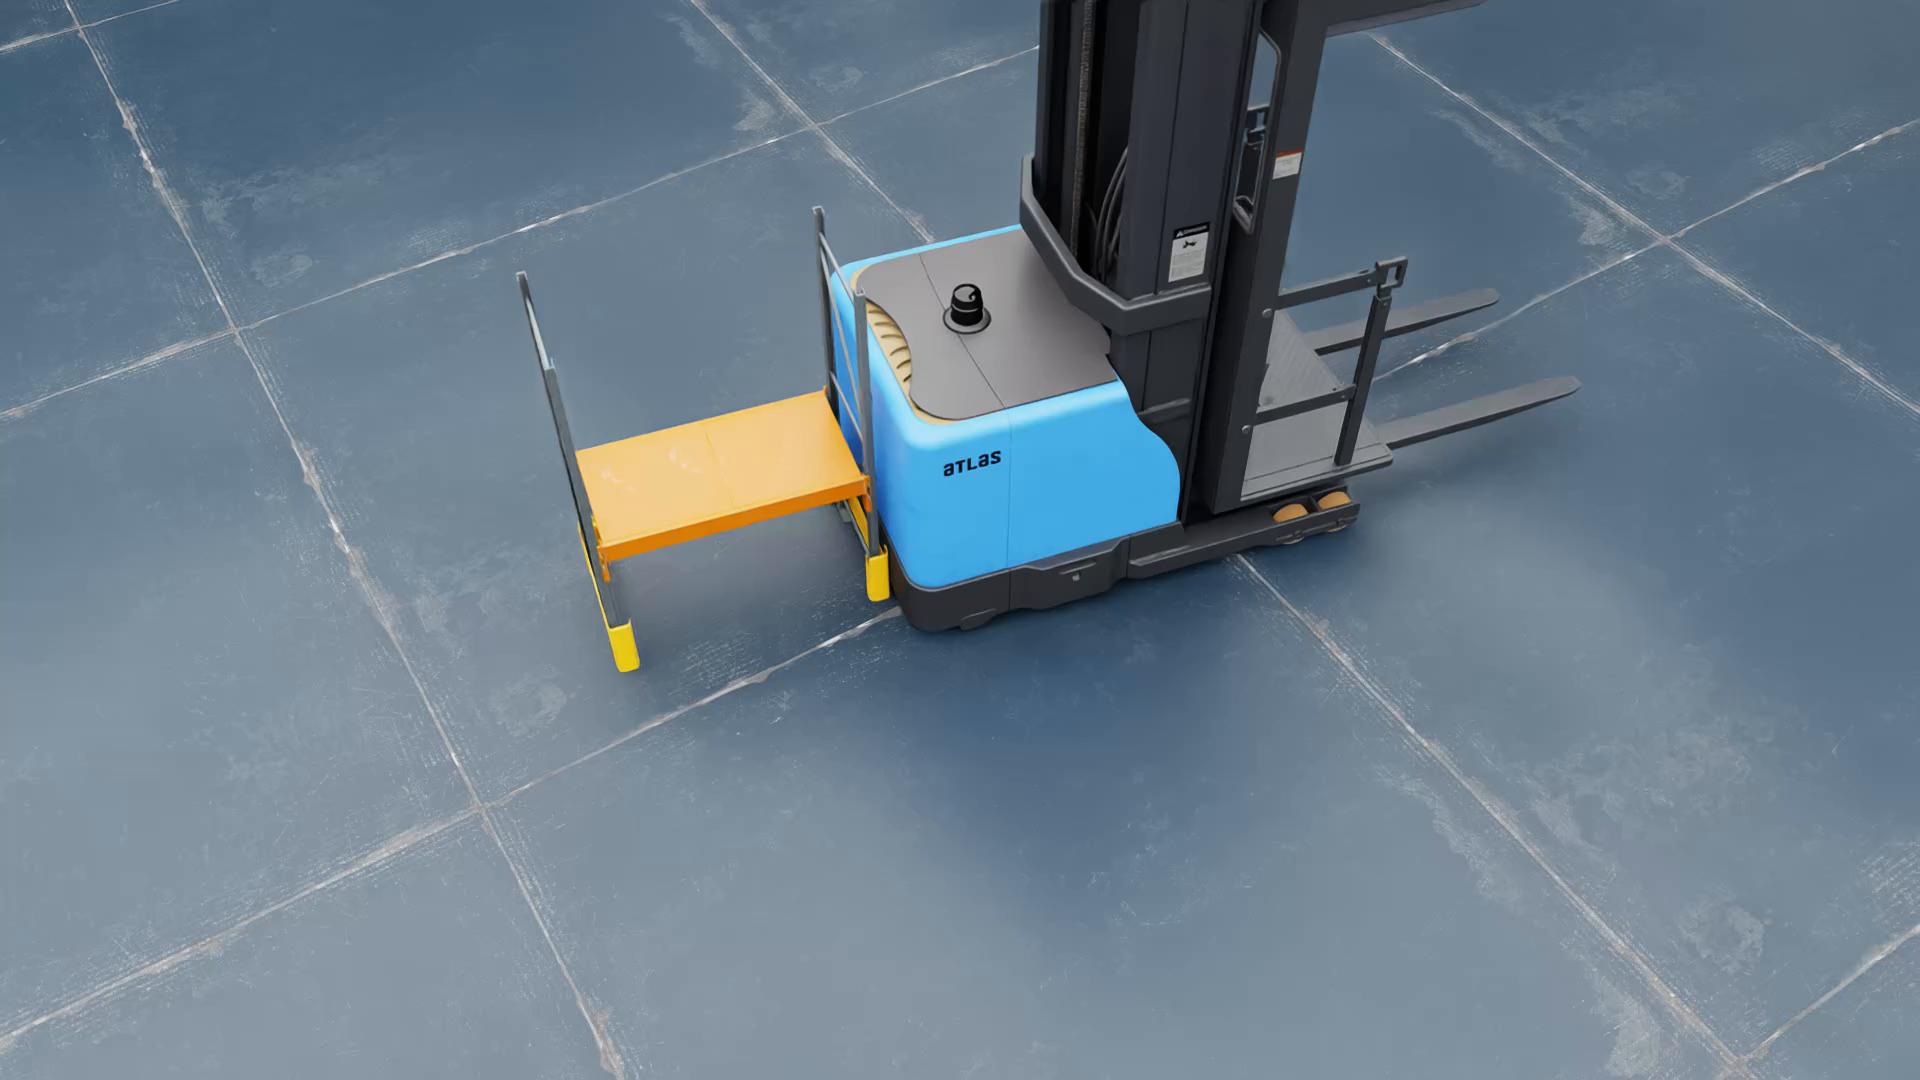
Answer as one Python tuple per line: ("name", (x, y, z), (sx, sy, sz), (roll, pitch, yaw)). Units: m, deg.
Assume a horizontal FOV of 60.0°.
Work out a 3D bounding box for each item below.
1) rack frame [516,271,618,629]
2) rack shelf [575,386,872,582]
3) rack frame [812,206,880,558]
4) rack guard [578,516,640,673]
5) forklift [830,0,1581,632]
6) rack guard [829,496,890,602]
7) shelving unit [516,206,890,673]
("rack frame", (-1.360, -0.208, 5.876), (0.032, 1.500, 0.500), (-15, 50, -13))
("rack shelf", (-0.883, -0.219, 6.127), (1.000, 0.185, 0.538), (-15, 50, -13))
("rack frame", (-0.406, -0.470, 6.110), (0.032, 1.500, 0.500), (-15, 50, -13))
("rack guard", (-1.342, 0.203, 6.347), (0.087, 0.250, 0.587), (-15, 50, -13))
("forklift", (1.072, -1.315, 5.904), (3.031, 2.935, 1.130), (-15, 50, -13))
("rack guard", (-0.407, -0.054, 6.576), (0.087, 0.250, 0.587), (-15, 50, -13))
("shelving unit", (-0.875, -0.341, 5.995), (1.083, 1.500, 0.587), (-15, 50, -13))
